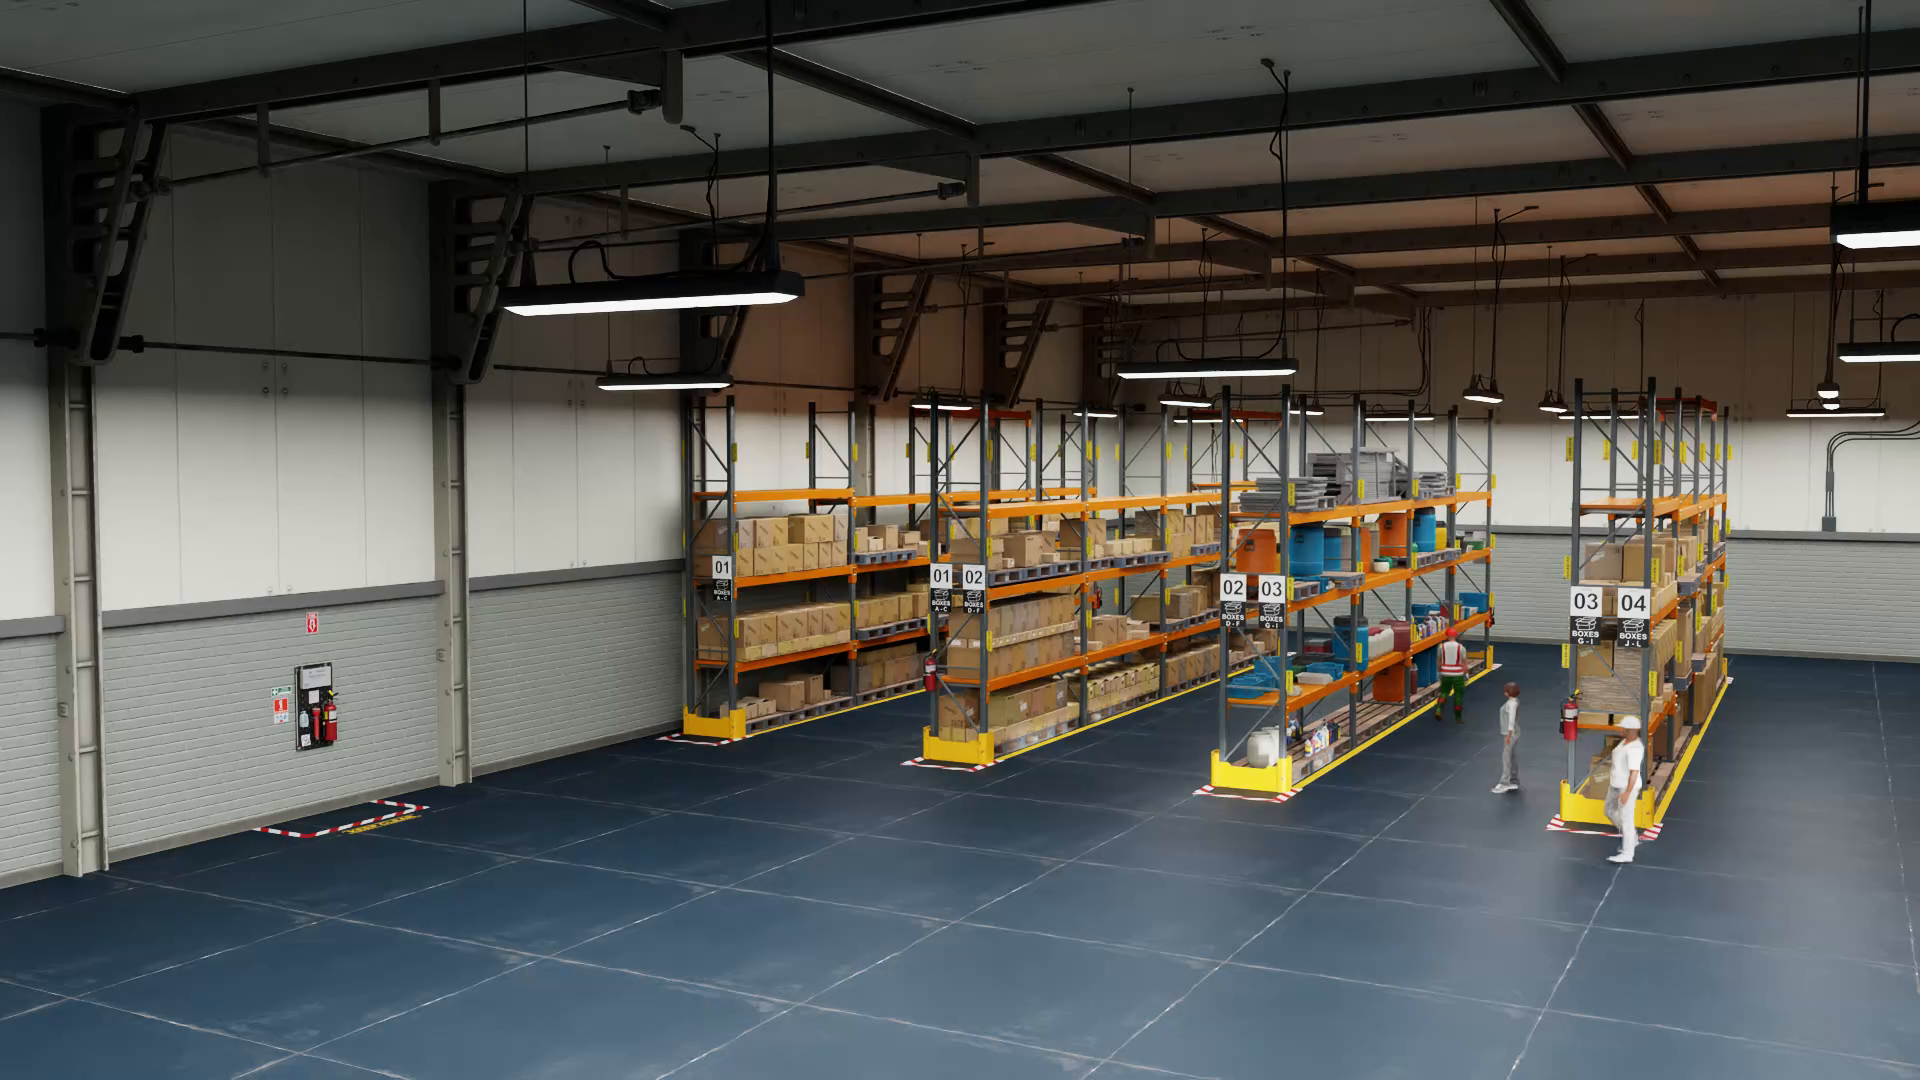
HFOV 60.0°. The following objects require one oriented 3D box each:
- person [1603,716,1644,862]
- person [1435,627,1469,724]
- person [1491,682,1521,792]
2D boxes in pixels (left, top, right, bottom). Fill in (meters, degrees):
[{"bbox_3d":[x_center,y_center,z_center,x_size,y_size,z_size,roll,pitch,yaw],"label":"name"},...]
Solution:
[{"bbox_3d":[8.161,3.033,20.429,0.502,1.764,0.661,0,3,0],"label":"person"},{"bbox_3d":[9.124,2.498,30.711,0.586,1.790,0.489,2,4,38],"label":"person"},{"bbox_3d":[8.083,2.907,24.650,0.472,1.607,0.452,0,3,6],"label":"person"}]
